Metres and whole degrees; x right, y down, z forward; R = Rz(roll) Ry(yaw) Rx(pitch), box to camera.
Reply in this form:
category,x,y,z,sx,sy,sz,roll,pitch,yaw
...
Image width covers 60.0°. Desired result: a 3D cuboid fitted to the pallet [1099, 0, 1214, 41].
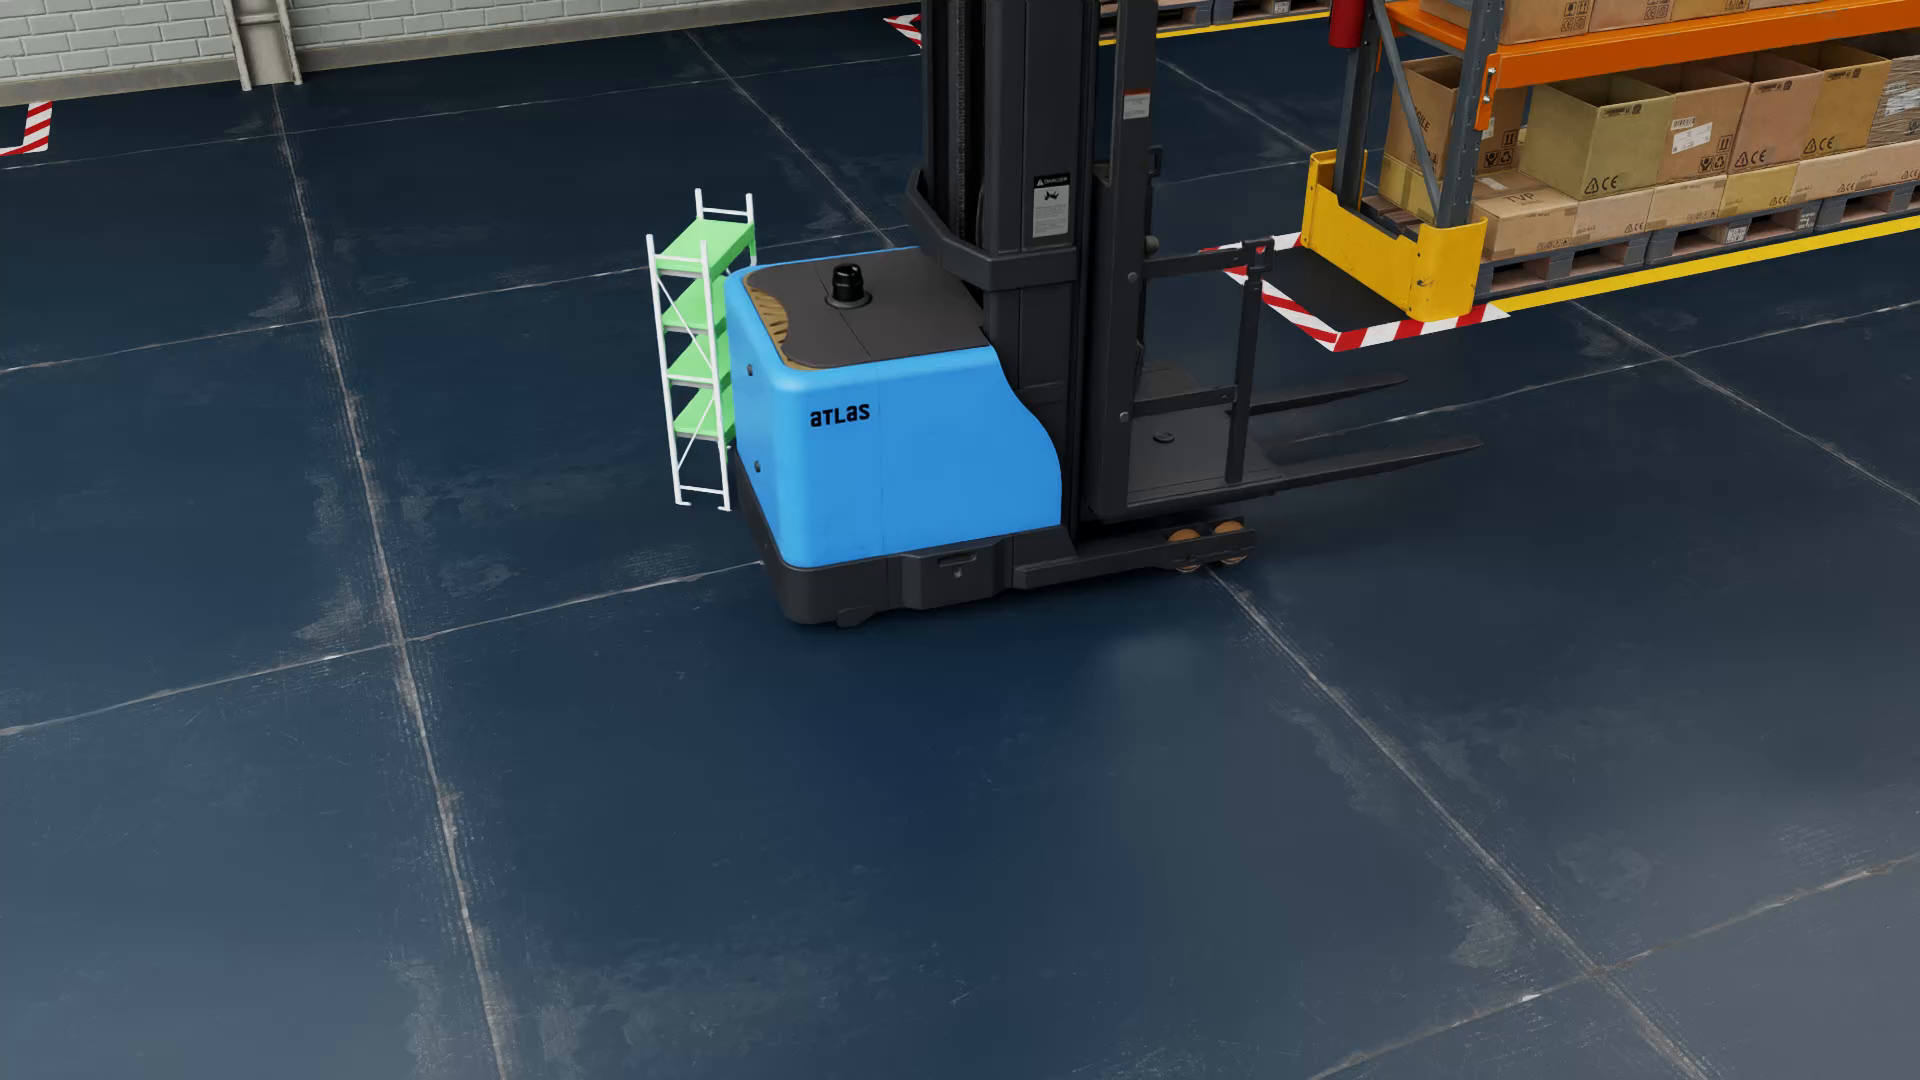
category,x,y,z,sx,sy,sz,roll,pitch,yaw
pallet,1.203,-4.179,12.979,1.213,0.211,1.003,-13,35,-19

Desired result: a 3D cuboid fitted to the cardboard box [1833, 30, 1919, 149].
category,x,y,z,sx,sy,sz,roll,pitch,yaw
cardboard box,5.171,-2.562,9.386,0.500,0.500,0.500,-13,35,-19

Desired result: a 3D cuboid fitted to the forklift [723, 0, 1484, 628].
category,x,y,z,sx,sy,sz,roll,pitch,yaw
forklift,0.655,-1.367,6.163,3.031,2.935,1.130,-10,34,-15

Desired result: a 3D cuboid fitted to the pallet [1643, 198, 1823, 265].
category,x,y,z,sx,sy,sz,roll,pitch,yaw
pallet,4.103,-1.957,9.564,1.213,0.211,1.003,-13,35,-19

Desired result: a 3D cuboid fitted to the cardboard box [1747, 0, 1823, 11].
category,x,y,z,sx,sy,sz,roll,pitch,yaw
cardboard box,4.153,-3.150,8.749,0.500,0.500,0.700,-12,35,-18

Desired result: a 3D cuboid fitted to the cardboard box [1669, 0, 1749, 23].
category,x,y,z,sx,sy,sz,roll,pitch,yaw
cardboard box,3.669,-3.037,8.575,0.500,0.500,0.700,-13,35,-19

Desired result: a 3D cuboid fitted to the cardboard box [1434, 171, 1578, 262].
category,x,y,z,sx,sy,sz,roll,pitch,yaw
cardboard box,2.872,-1.712,8.768,0.500,0.250,0.500,-13,35,-19

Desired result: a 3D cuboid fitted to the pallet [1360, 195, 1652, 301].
category,x,y,z,sx,sy,sz,roll,pitch,yaw
pallet,2.980,-1.701,9.171,1.213,0.211,1.003,-13,35,-19

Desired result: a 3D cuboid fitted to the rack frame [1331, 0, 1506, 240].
category,x,y,z,sx,sy,sz,roll,pitch,yaw
rack frame,2.291,-2.688,8.130,0.127,3.000,1.000,-13,35,-19

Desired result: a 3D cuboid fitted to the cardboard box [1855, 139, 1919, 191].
category,x,y,z,sx,sy,sz,roll,pitch,yaw
cardboard box,5.171,-2.247,9.589,0.500,0.250,0.500,-13,35,-19

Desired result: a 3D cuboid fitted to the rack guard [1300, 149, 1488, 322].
category,x,y,z,sx,sy,sz,roll,pitch,yaw
rack guard,2.269,-1.635,8.804,0.348,0.500,1.175,-13,35,-19

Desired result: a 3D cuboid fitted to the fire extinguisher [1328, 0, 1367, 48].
category,x,y,z,sx,sy,sz,roll,pitch,yaw
fire extinguisher,2.002,-2.864,8.472,0.183,0.674,0.296,-13,35,-19

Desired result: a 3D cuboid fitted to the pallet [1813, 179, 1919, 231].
category,x,y,z,sx,sy,sz,roll,pitch,yaw
pallet,5.230,-2.216,9.963,1.213,0.211,1.003,-13,35,-19

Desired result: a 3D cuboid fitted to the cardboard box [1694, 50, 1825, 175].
category,x,y,z,sx,sy,sz,roll,pitch,yaw
cardboard box,4.256,-2.342,9.048,0.500,0.500,0.500,-13,35,-19

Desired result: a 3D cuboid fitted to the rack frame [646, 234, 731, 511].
category,x,y,z,sx,sy,sz,roll,pitch,yaw
rack frame,-1.075,-0.643,6.637,0.240,1.200,0.015,8,34,12

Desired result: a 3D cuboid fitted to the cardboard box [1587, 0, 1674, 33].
category,x,y,z,sx,sy,sz,roll,pitch,yaw
cardboard box,3.209,-2.935,8.419,0.500,0.500,0.700,-12,35,-18

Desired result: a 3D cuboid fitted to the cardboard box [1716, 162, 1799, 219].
category,x,y,z,sx,sy,sz,roll,pitch,yaw
cardboard box,4.255,-2.028,9.253,0.500,0.250,0.500,-13,35,-19

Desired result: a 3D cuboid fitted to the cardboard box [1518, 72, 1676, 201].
category,x,y,z,sx,sy,sz,roll,pitch,yaw
cardboard box,3.332,-2.133,8.727,0.500,0.500,0.500,-13,35,-19

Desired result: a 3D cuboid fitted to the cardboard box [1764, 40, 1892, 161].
category,x,y,z,sx,sy,sz,roll,pitch,yaw
cardboard box,4.711,-2.455,9.221,0.500,0.500,0.500,-13,35,-19

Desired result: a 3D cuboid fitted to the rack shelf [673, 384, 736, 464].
category,x,y,z,sx,sy,sz,roll,pitch,yaw
rack shelf,-1.014,-0.517,7.001,0.258,0.148,0.480,8,34,12

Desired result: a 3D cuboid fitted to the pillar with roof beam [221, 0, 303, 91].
category,x,y,z,sx,sy,sz,roll,pitch,yaw
pillar with roof beam,-3.185,-4.844,5.943,0.400,9.000,9.100,-13,35,-19

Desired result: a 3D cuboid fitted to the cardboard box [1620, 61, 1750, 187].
category,x,y,z,sx,sy,sz,roll,pitch,yaw
cardboard box,3.788,-2.245,8.899,0.500,0.500,0.500,-13,35,-19

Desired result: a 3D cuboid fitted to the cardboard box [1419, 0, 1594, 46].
category,x,y,z,sx,sy,sz,roll,pitch,yaw
cardboard box,2.726,-2.822,8.244,0.500,0.500,0.700,-13,35,-19

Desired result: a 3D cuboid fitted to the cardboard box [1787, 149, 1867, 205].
category,x,y,z,sx,sy,sz,roll,pitch,yaw
cardboard box,4.716,-2.134,9.416,0.500,0.250,0.500,-13,35,-19

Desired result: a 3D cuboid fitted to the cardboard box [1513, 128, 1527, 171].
category,x,y,z,sx,sy,sz,roll,pitch,yaw
cardboard box,3.127,-2.084,9.339,0.500,0.250,0.500,-13,35,-19

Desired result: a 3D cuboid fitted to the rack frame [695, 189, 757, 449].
category,x,y,z,sx,sy,sz,roll,pitch,yaw
rack frame,-0.953,-0.900,7.033,0.240,1.200,0.015,8,34,12

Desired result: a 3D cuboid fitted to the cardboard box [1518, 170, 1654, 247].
category,x,y,z,sx,sy,sz,roll,pitch,yaw
cardboard box,3.331,-1.820,8.933,0.500,0.250,0.500,-13,35,-19

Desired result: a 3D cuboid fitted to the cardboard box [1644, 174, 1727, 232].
category,x,y,z,sx,sy,sz,roll,pitch,yaw
cardboard box,3.792,-1.925,9.095,0.500,0.250,0.500,-13,35,-19

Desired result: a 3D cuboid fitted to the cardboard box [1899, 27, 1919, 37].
category,x,y,z,sx,sy,sz,roll,pitch,yaw
cardboard box,5.430,-2.929,9.950,0.500,0.500,0.500,-13,35,-19

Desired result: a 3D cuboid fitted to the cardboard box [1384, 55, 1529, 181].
category,x,y,z,sx,sy,sz,roll,pitch,yaw
cardboard box,2.670,-2.288,8.965,0.500,0.500,0.500,-13,35,-19

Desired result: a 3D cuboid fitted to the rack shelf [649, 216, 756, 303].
category,x,y,z,sx,sy,sz,roll,pitch,yaw
rack shelf,-1.015,-1.120,6.608,0.258,0.148,0.480,8,34,12

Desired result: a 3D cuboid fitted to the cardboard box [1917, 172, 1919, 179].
category,x,y,z,sx,sy,sz,roll,pitch,yaw
cardboard box,5.636,-2.348,9.744,0.500,0.250,0.500,-13,35,-19

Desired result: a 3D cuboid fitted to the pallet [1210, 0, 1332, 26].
category,x,y,z,sx,sy,sz,roll,pitch,yaw
pallet,2.326,-4.434,13.371,1.213,0.211,1.003,-13,35,-19

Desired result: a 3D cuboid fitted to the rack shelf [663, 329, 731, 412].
category,x,y,z,sx,sy,sz,roll,pitch,yaw
rack shelf,-1.014,-0.718,6.870,0.258,0.148,0.480,8,34,12

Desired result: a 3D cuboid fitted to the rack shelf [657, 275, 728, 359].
category,x,y,z,sx,sy,sz,roll,pitch,yaw
rack shelf,-1.014,-0.919,6.739,0.258,0.148,0.480,8,34,12

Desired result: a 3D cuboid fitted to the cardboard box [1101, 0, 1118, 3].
category,x,y,z,sx,sy,sz,roll,pitch,yaw
cardboard box,1.043,-4.336,12.726,0.500,0.311,0.500,-17,37,-24

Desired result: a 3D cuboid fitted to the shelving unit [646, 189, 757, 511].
category,x,y,z,sx,sy,sz,roll,pitch,yaw
shelving unit,-1.014,-0.772,6.835,0.258,1.200,0.503,8,34,12

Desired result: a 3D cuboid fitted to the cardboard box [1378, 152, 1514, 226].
category,x,y,z,sx,sy,sz,roll,pitch,yaw
cardboard box,2.671,-1.973,9.168,0.500,0.250,0.500,-13,35,-19

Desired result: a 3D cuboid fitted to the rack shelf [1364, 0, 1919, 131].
category,x,y,z,sx,sy,sz,roll,pitch,yaw
rack shelf,4.135,-2.808,8.975,4.000,0.370,1.077,-13,35,-19

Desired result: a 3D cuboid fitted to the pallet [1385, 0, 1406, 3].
category,x,y,z,sx,sy,sz,roll,pitch,yaw
pallet,3.452,-4.694,13.770,1.213,0.211,1.003,-13,35,-19
